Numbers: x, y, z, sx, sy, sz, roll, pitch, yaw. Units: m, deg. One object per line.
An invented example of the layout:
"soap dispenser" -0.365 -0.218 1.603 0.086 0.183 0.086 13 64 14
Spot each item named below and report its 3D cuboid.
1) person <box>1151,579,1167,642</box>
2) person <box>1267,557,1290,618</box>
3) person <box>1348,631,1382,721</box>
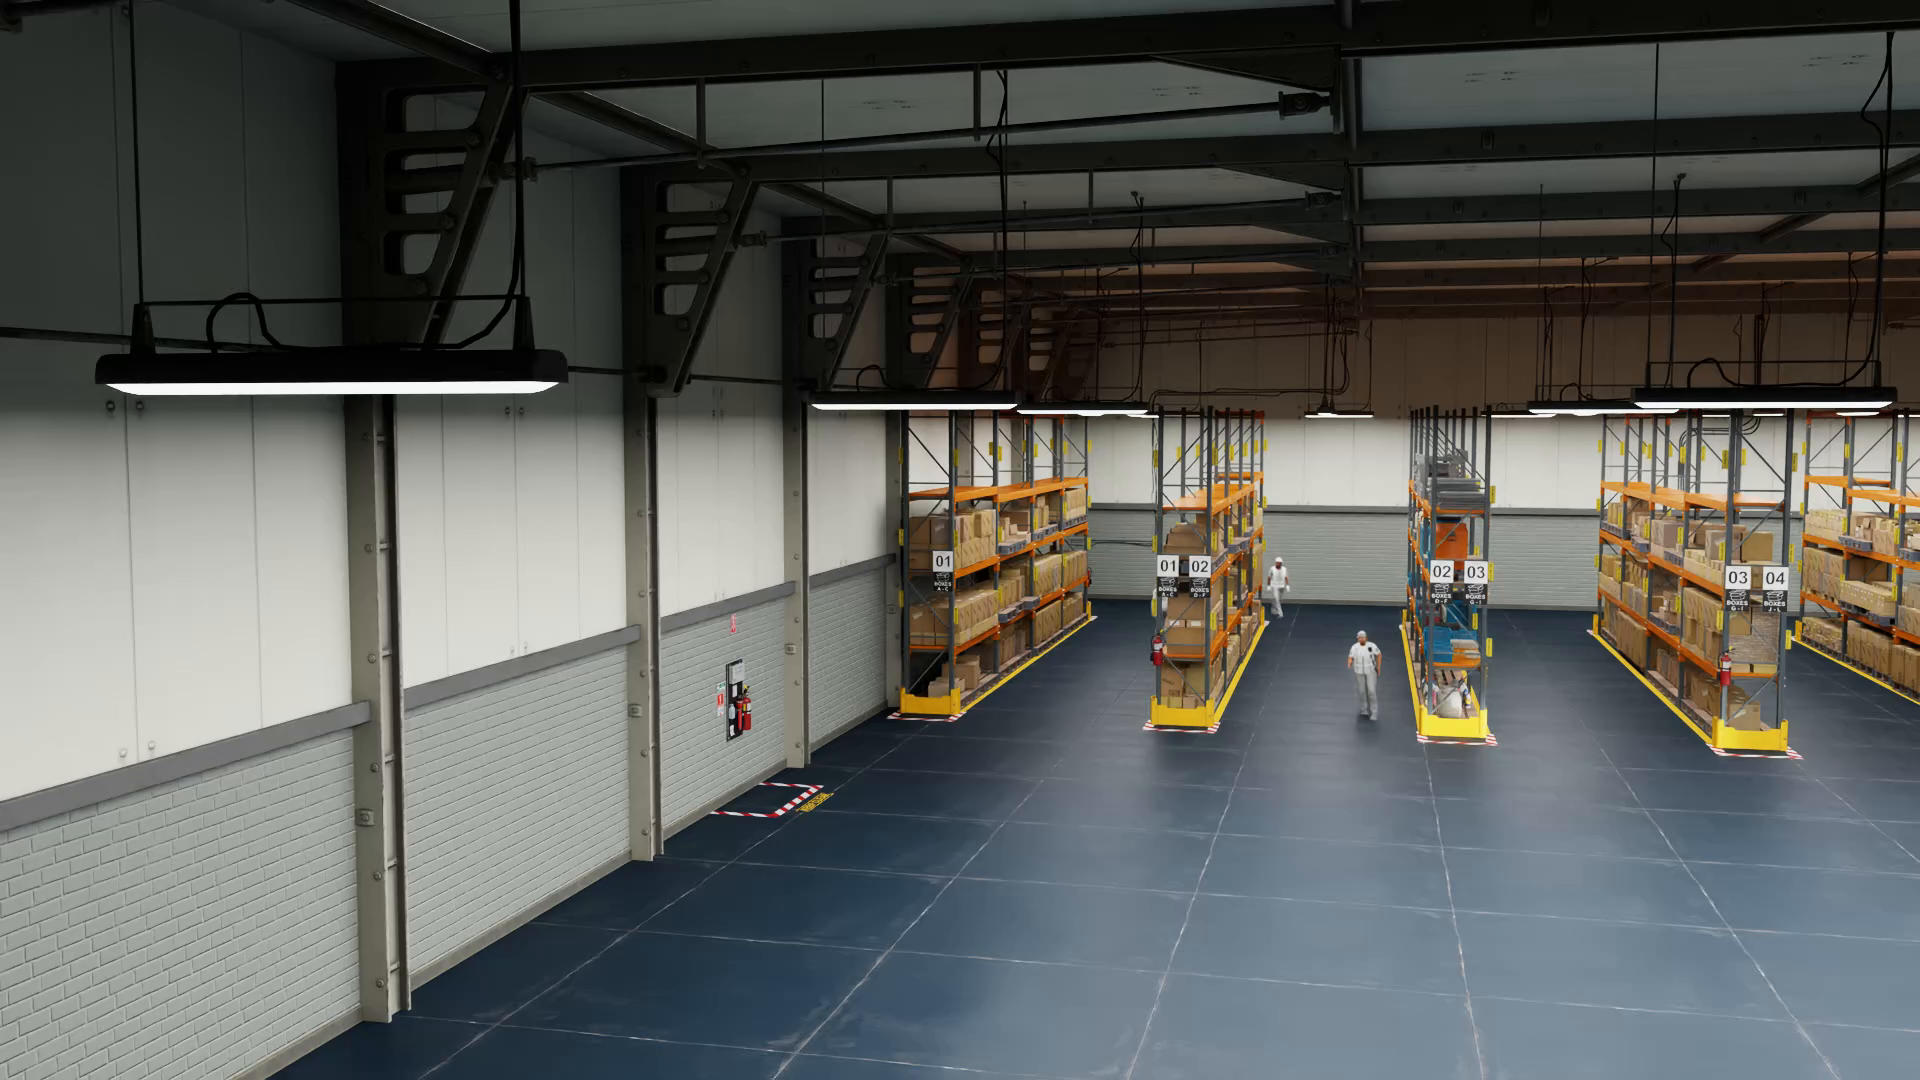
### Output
"person" 5.198 1.813 42.927 0.512 1.724 0.357 0 4 7
"person" 9.282 1.362 48.400 0.550 1.715 1.105 -1 4 -17
"person" 7.800 2.597 32.077 0.611 1.694 0.797 2 5 26
